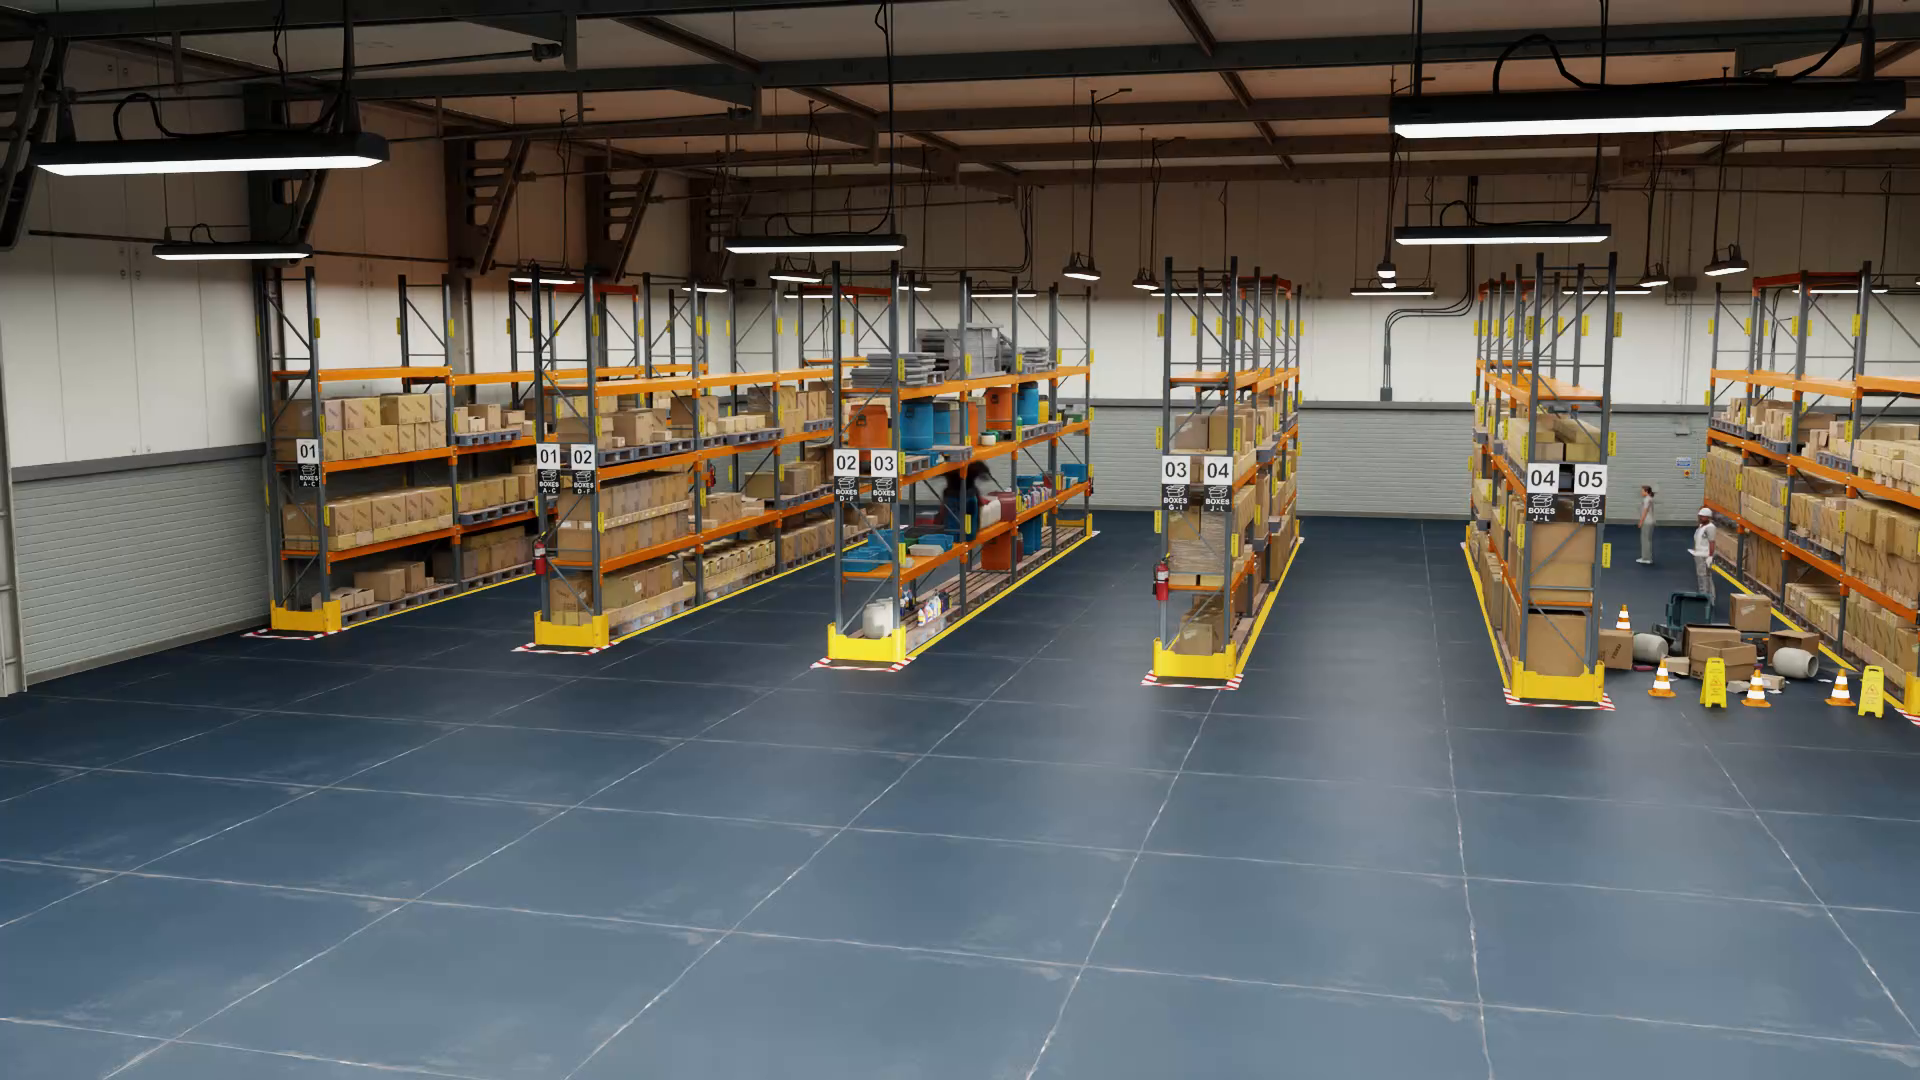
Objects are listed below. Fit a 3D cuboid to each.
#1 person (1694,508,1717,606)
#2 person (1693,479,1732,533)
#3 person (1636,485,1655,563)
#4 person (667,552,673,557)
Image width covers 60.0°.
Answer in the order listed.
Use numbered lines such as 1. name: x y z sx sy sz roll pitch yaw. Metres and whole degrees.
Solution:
1. person: 13.486 0.306 30.105 0.419 1.791 0.595 5 9 33
2. person: 18.340 -0.979 40.502 0.856 1.689 0.568 1 7 6
3. person: 14.689 -0.335 35.608 0.346 1.678 0.464 5 9 35
4. person: -5.981 -0.070 33.370 0.600 1.563 1.017 2 7 14
